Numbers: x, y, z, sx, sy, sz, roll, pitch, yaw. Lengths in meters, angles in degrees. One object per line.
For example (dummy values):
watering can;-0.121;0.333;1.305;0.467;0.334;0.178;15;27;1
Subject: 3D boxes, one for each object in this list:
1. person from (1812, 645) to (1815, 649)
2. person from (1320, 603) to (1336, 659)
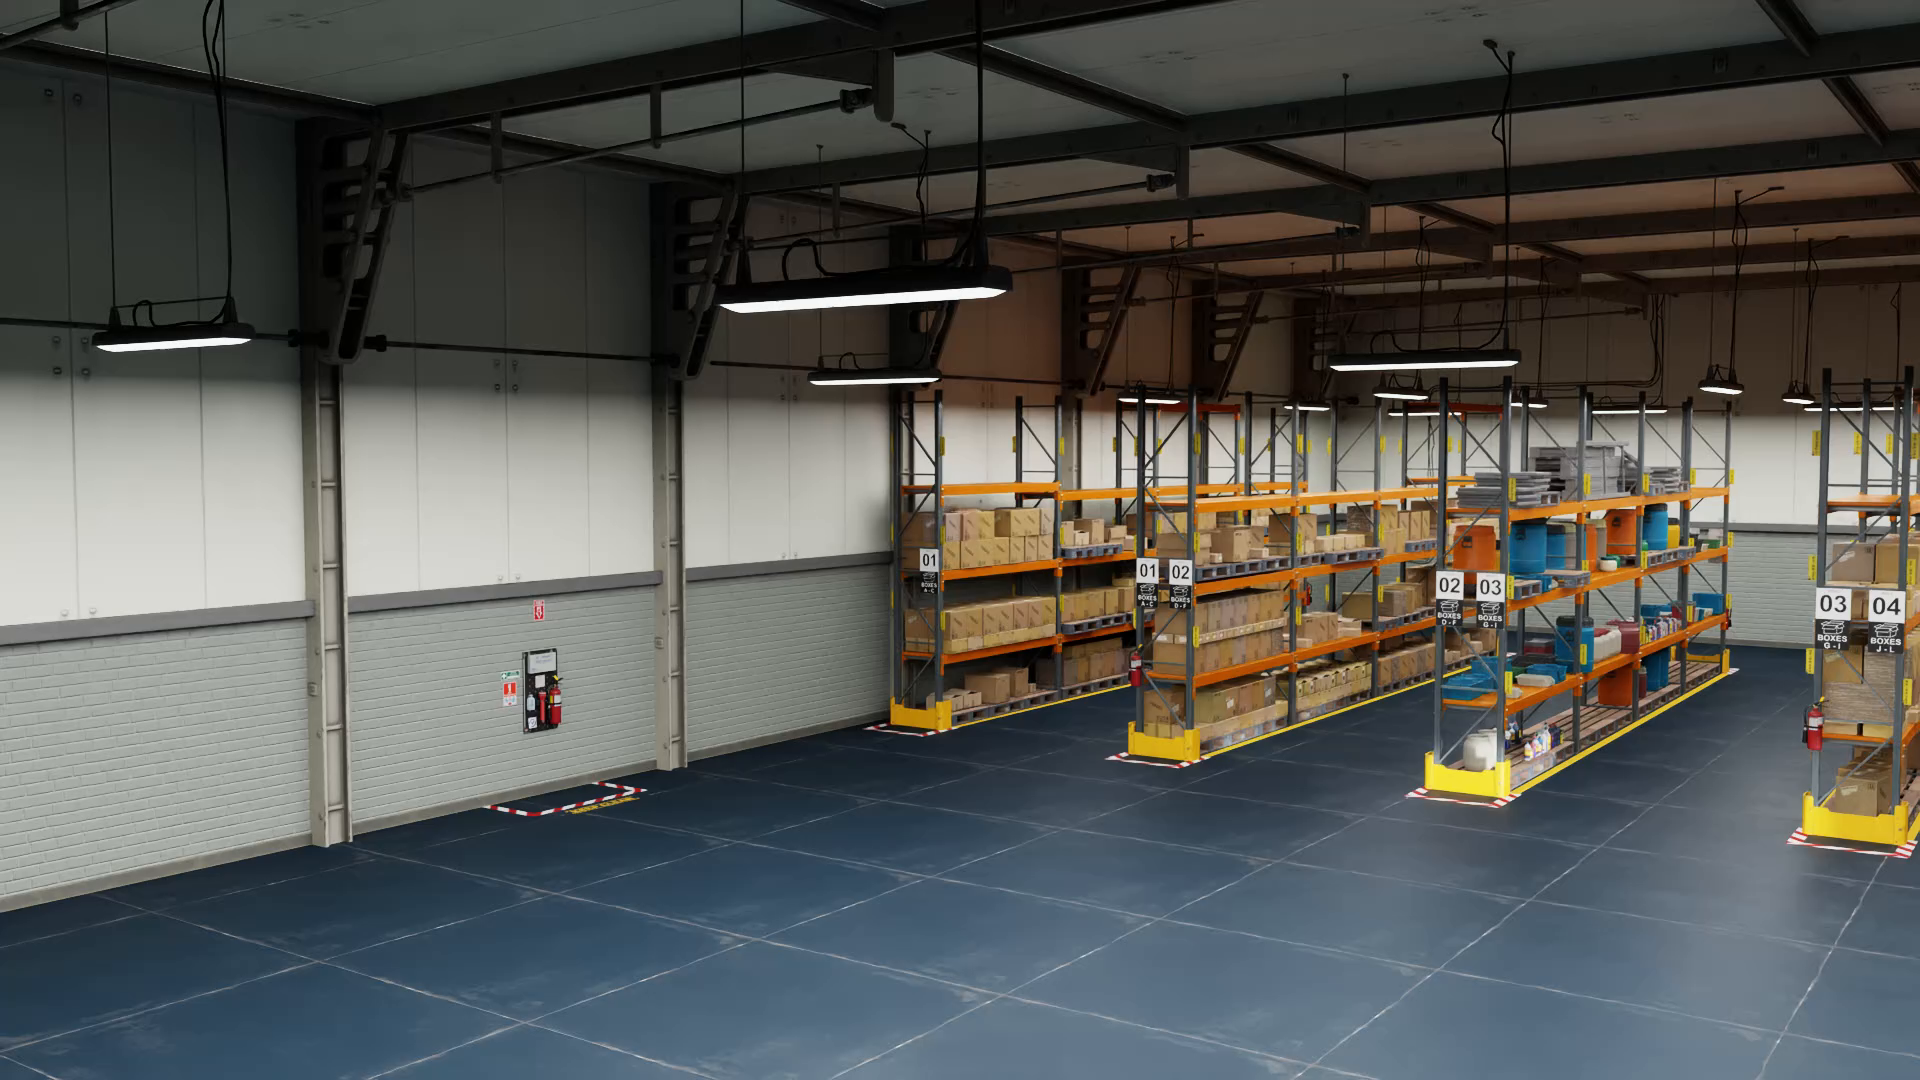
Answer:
person;16.271;2.463;31.142;0.627;1.579;0.672;3;4;44
person;8.072;2.162;36.269;0.442;1.582;0.411;0;3;9
